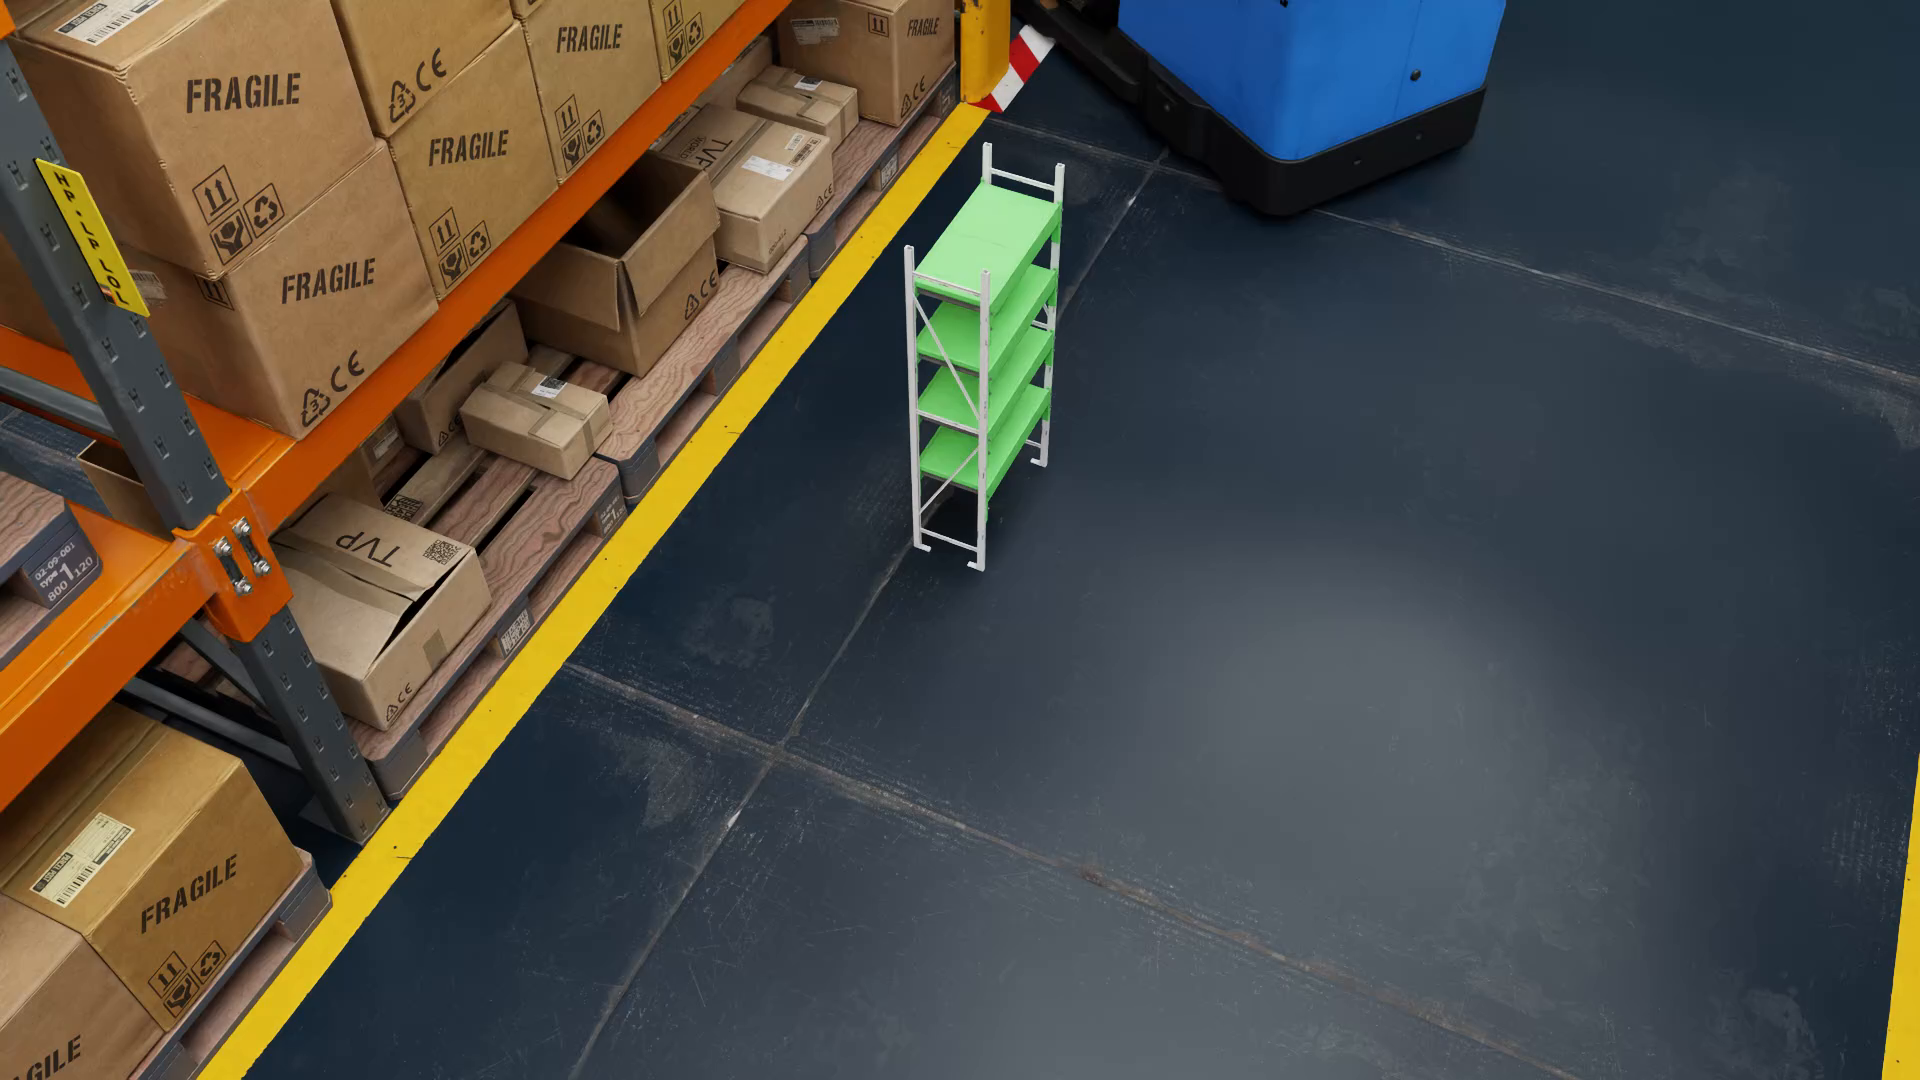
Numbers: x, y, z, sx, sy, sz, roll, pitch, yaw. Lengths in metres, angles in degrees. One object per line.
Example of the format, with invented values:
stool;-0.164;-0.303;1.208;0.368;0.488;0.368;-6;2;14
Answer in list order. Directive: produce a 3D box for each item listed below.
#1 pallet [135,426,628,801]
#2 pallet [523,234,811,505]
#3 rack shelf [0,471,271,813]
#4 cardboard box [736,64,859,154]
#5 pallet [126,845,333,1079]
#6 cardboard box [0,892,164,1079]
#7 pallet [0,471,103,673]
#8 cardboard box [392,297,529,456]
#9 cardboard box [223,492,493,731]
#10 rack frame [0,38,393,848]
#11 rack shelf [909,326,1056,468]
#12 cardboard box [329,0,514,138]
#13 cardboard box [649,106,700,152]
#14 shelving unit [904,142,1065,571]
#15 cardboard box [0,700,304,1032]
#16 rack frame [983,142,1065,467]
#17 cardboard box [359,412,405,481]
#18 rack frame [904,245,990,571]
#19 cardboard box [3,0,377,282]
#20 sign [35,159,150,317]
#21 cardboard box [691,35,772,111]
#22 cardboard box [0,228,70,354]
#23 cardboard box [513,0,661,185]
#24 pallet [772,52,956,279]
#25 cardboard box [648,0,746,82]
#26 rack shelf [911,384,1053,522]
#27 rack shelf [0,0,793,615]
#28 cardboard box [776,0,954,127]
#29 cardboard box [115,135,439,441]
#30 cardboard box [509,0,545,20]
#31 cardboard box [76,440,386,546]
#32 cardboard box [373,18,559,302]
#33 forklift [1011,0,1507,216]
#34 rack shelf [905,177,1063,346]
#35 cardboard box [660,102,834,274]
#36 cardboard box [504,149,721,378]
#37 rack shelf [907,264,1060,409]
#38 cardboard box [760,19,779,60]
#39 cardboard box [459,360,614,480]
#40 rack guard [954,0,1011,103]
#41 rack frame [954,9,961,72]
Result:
pallet;-1.757;0.093;5.033;1.003;0.211;1.213;20;52;16
pallet;-1.238;-0.750;5.750;1.003;0.211;1.213;20;52;16
rack shelf;-2.906;1.272;2.670;1.077;0.370;4.000;20;52;16
cardboard box;-0.607;-1.613;6.224;0.380;0.166;0.250;20;52;16
pallet;-2.365;1.138;4.143;1.003;0.211;1.213;20;52;16
cardboard box;-2.222;1.100;3.697;0.500;0.500;0.500;20;52;16
pallet;-2.492;0.239;3.203;1.003;0.211;1.213;20;52;16
cardboard box;-1.744;-0.611;5.277;0.500;0.311;0.500;20;52;16
cardboard box;-1.677;0.172;4.611;0.500;0.311;0.500;20;52;16
rack frame;-2.052;-0.338;3.568;1.000;3.000;0.127;20;52;16
rack shelf;0.071;-0.461;4.939;0.258;0.148;0.480;20;52;16
cardboard box;-1.376;-1.283;3.650;0.500;0.500;0.500;18;52;15
cardboard box;-1.259;-1.373;5.966;0.500;0.250;0.500;20;52;16
shelving unit;0.071;-0.503;4.890;0.258;1.200;0.503;20;52;16
cardboard box;-2.003;0.762;3.984;0.500;0.500;0.500;20;52;16
rack frame;0.175;-0.671;5.033;0.240;1.200;0.015;20;52;16
cardboard box;-1.959;-0.319;5.135;0.380;0.149;0.250;20;52;16
rack frame;-0.034;-0.335;4.747;0.240;1.200;0.015;20;52;16
cardboard box;-1.596;-0.928;3.348;0.500;0.500;0.500;21;53;17
sign;-1.548;-0.535;2.976;0.100;0.325;0.005;20;52;16
cardboard box;-1.045;-1.718;6.259;0.500;0.250;0.500;20;52;16
cardboard box;-2.070;-0.798;3.894;0.500;0.500;0.500;21;53;17
cardboard box;-1.156;-1.330;4.347;0.500;0.500;0.500;20;52;16
pallet;-0.715;-1.587;6.462;1.003;0.211;1.213;20;52;16
cardboard box;-0.940;-1.681;4.645;0.500;0.500;0.500;19;52;16
rack shelf;0.071;-0.306;5.121;0.258;0.148;0.480;20;52;16
rack shelf;-1.197;-1.482;5.014;1.077;0.370;4.000;20;52;16
cardboard box;-0.352;-1.971;6.310;0.500;0.500;0.500;20;52;16
cardboard box;-1.588;-0.633;3.753;0.500;0.500;0.500;21;53;17
cardboard box;-1.156;-1.637;3.951;0.500;0.500;0.500;18;52;15
cardboard box;-2.065;-0.155;4.765;0.500;0.500;0.500;20;52;16
cardboard box;-1.372;-0.987;4.054;0.500;0.500;0.500;21;53;17
forklift;0.827;-3.272;6.109;1.130;2.935;3.031;-25;54;-19
rack shelf;0.071;-0.772;4.573;0.258;0.148;0.480;20;52;16
cardboard box;-0.785;-1.245;5.857;0.500;0.250;0.500;20;52;16
cardboard box;-1.254;-0.967;5.454;0.797;0.503;0.637;20;52;16
rack shelf;0.071;-0.617;4.756;0.258;0.148;0.480;20;52;16
cardboard box;-0.939;-1.968;6.527;0.380;0.166;0.250;20;52;16
cardboard box;-1.316;-0.380;5.175;0.380;0.166;0.250;20;52;16
rack guard;-0.375;-2.230;6.820;1.175;0.500;0.348;20;52;16
rack frame;-0.343;-3.093;5.912;1.000;3.000;0.127;20;52;16
